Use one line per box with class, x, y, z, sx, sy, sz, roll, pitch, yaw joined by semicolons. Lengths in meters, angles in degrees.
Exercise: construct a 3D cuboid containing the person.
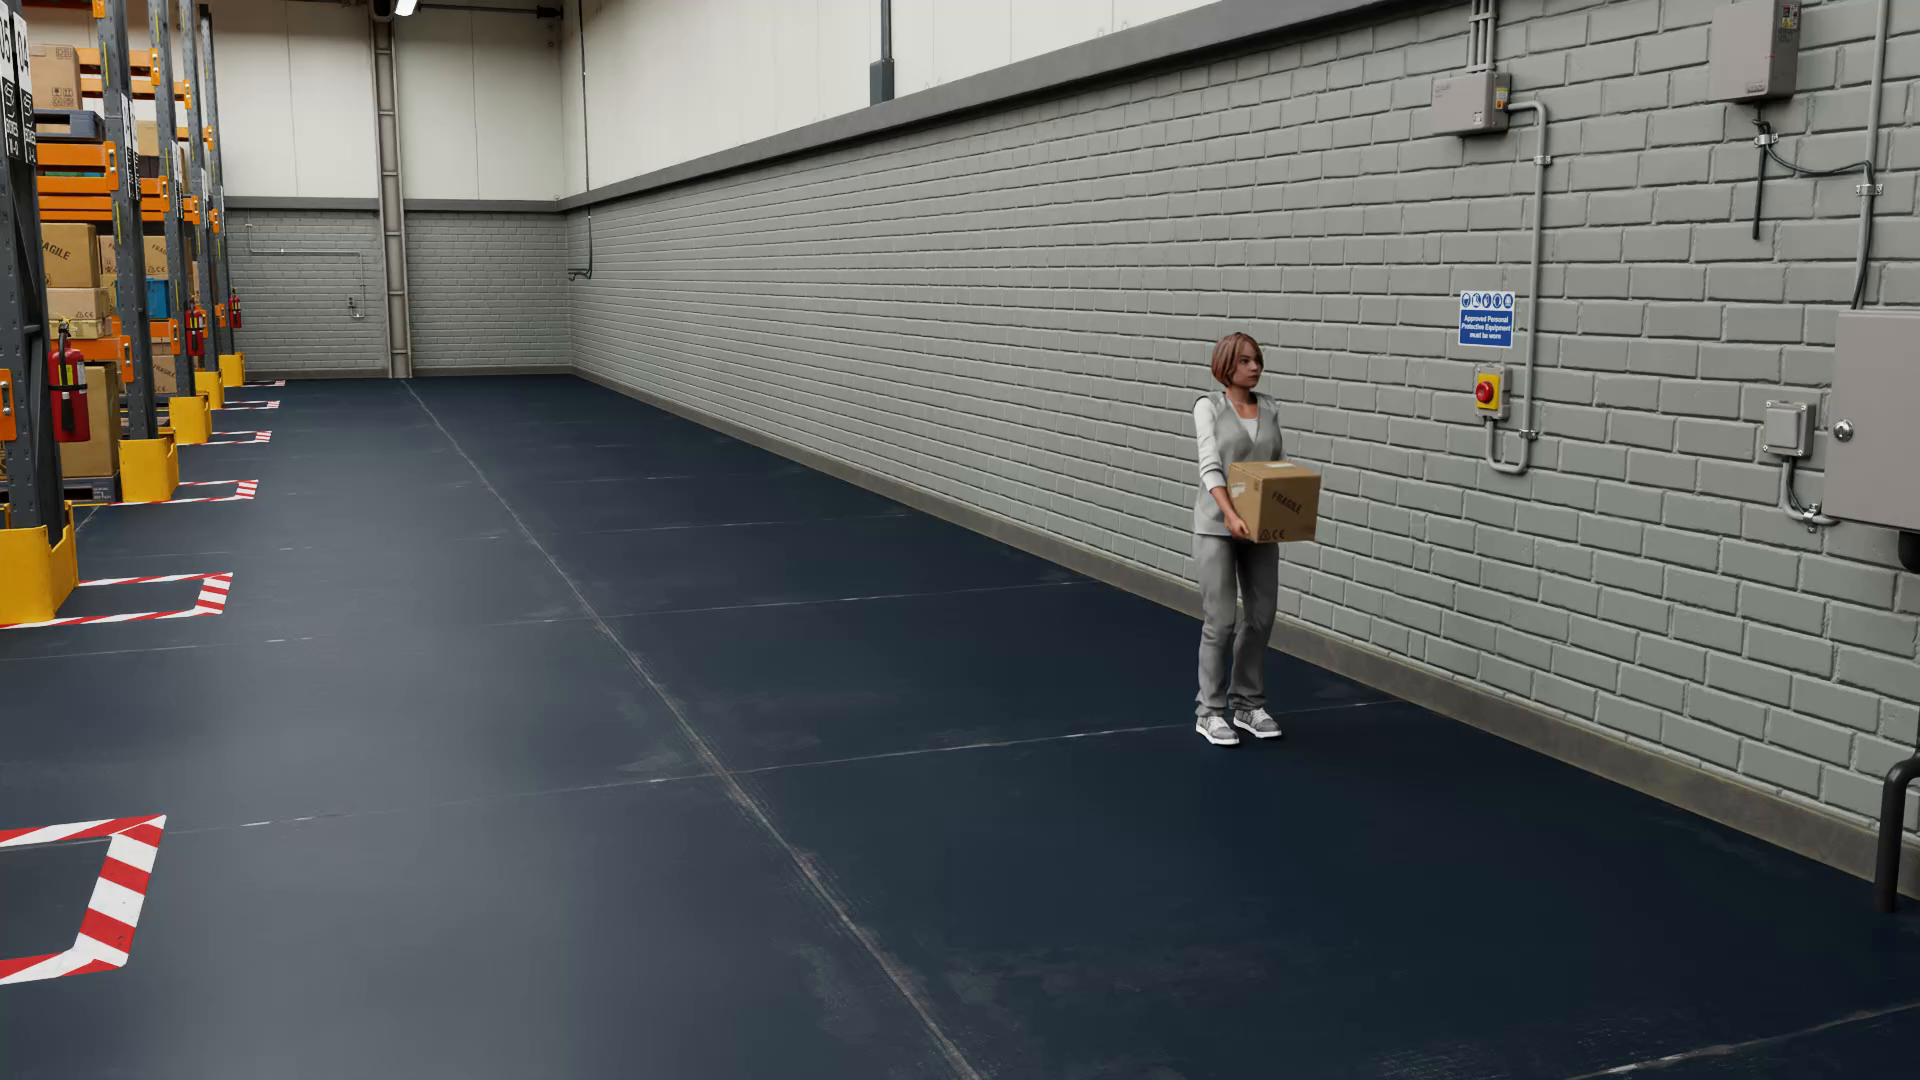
person;1.111;0.000;6.441;0.404;1.591;0.493;-3;10;-20
